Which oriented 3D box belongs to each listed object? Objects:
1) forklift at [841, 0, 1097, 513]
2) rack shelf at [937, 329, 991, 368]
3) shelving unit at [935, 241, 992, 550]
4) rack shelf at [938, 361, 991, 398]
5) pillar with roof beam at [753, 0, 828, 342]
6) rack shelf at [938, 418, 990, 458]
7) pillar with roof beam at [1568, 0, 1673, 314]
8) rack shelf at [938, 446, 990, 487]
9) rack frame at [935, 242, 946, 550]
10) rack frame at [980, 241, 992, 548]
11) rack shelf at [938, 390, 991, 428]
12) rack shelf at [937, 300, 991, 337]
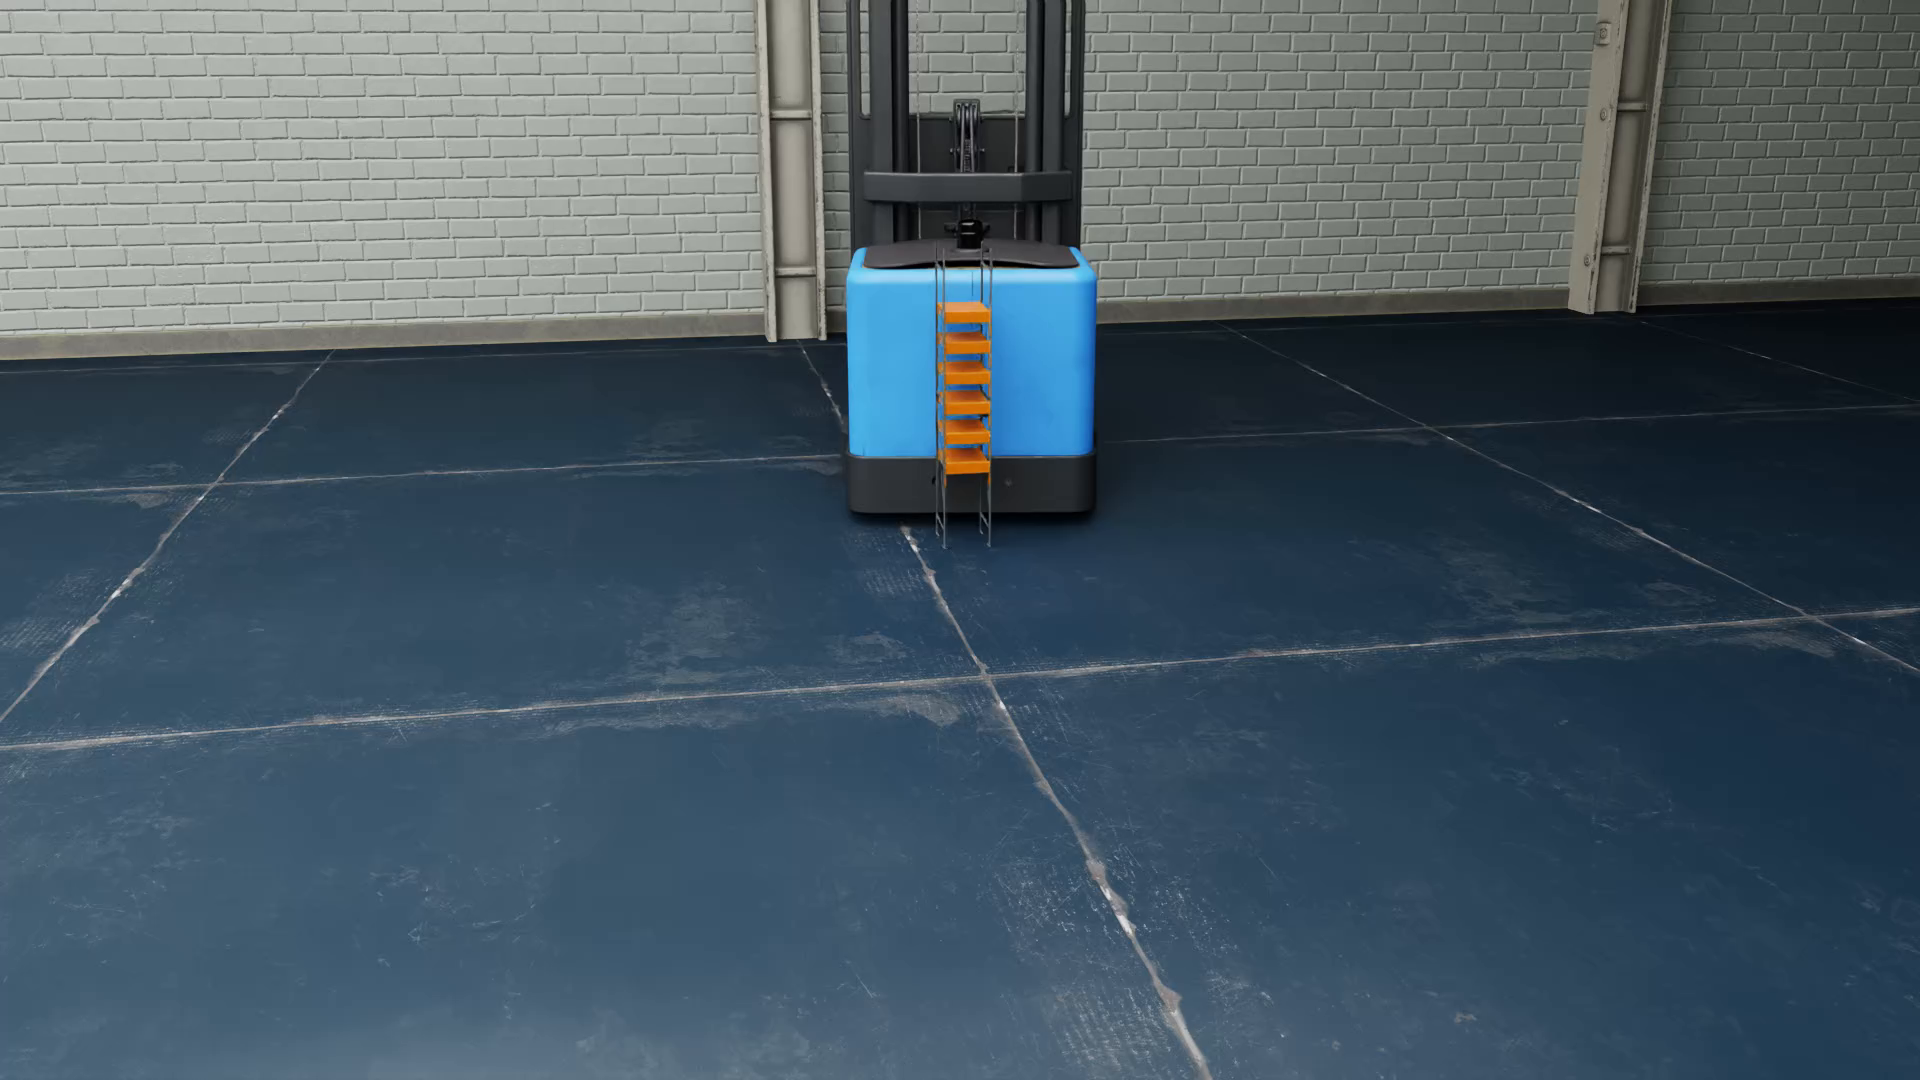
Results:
[{"bbox_3d":[0.020,-1.890,7.972,1.130,2.935,3.031,0,17,-1],"label":"forklift"},{"bbox_3d":[0.012,-0.758,6.569,0.180,0.103,0.258,-3,17,-8],"label":"rack shelf"},{"bbox_3d":[0.012,-0.571,6.626,0.189,1.200,0.258,-3,17,-8],"label":"shelving unit"},{"bbox_3d":[0.012,-0.643,6.604,0.180,0.103,0.258,-3,17,-8],"label":"rack shelf"},{"bbox_3d":[-0.299,-4.441,5.945,0.400,9.000,9.100,-3,17,-10],"label":"pillar with roof beam"},{"bbox_3d":[0.012,-0.414,6.674,0.180,0.103,0.258,-3,17,-8],"label":"rack shelf"},{"bbox_3d":[5.592,-4.775,7.033,0.400,9.000,9.100,-3,17,-10],"label":"pillar with roof beam"},{"bbox_3d":[0.012,-0.299,6.710,0.180,0.103,0.258,-3,17,-8],"label":"rack shelf"},{"bbox_3d":[-0.078,-0.567,6.613,0.006,1.200,0.240,-3,17,-8],"label":"rack frame"},{"bbox_3d":[0.103,-0.575,6.639,0.006,1.200,0.240,-3,17,-8],"label":"rack frame"},{"bbox_3d":[0.012,-0.528,6.639,0.180,0.103,0.258,-3,17,-8],"label":"rack shelf"},{"bbox_3d":[0.013,-0.872,6.533,0.180,0.103,0.258,-3,17,-8],"label":"rack shelf"}]
